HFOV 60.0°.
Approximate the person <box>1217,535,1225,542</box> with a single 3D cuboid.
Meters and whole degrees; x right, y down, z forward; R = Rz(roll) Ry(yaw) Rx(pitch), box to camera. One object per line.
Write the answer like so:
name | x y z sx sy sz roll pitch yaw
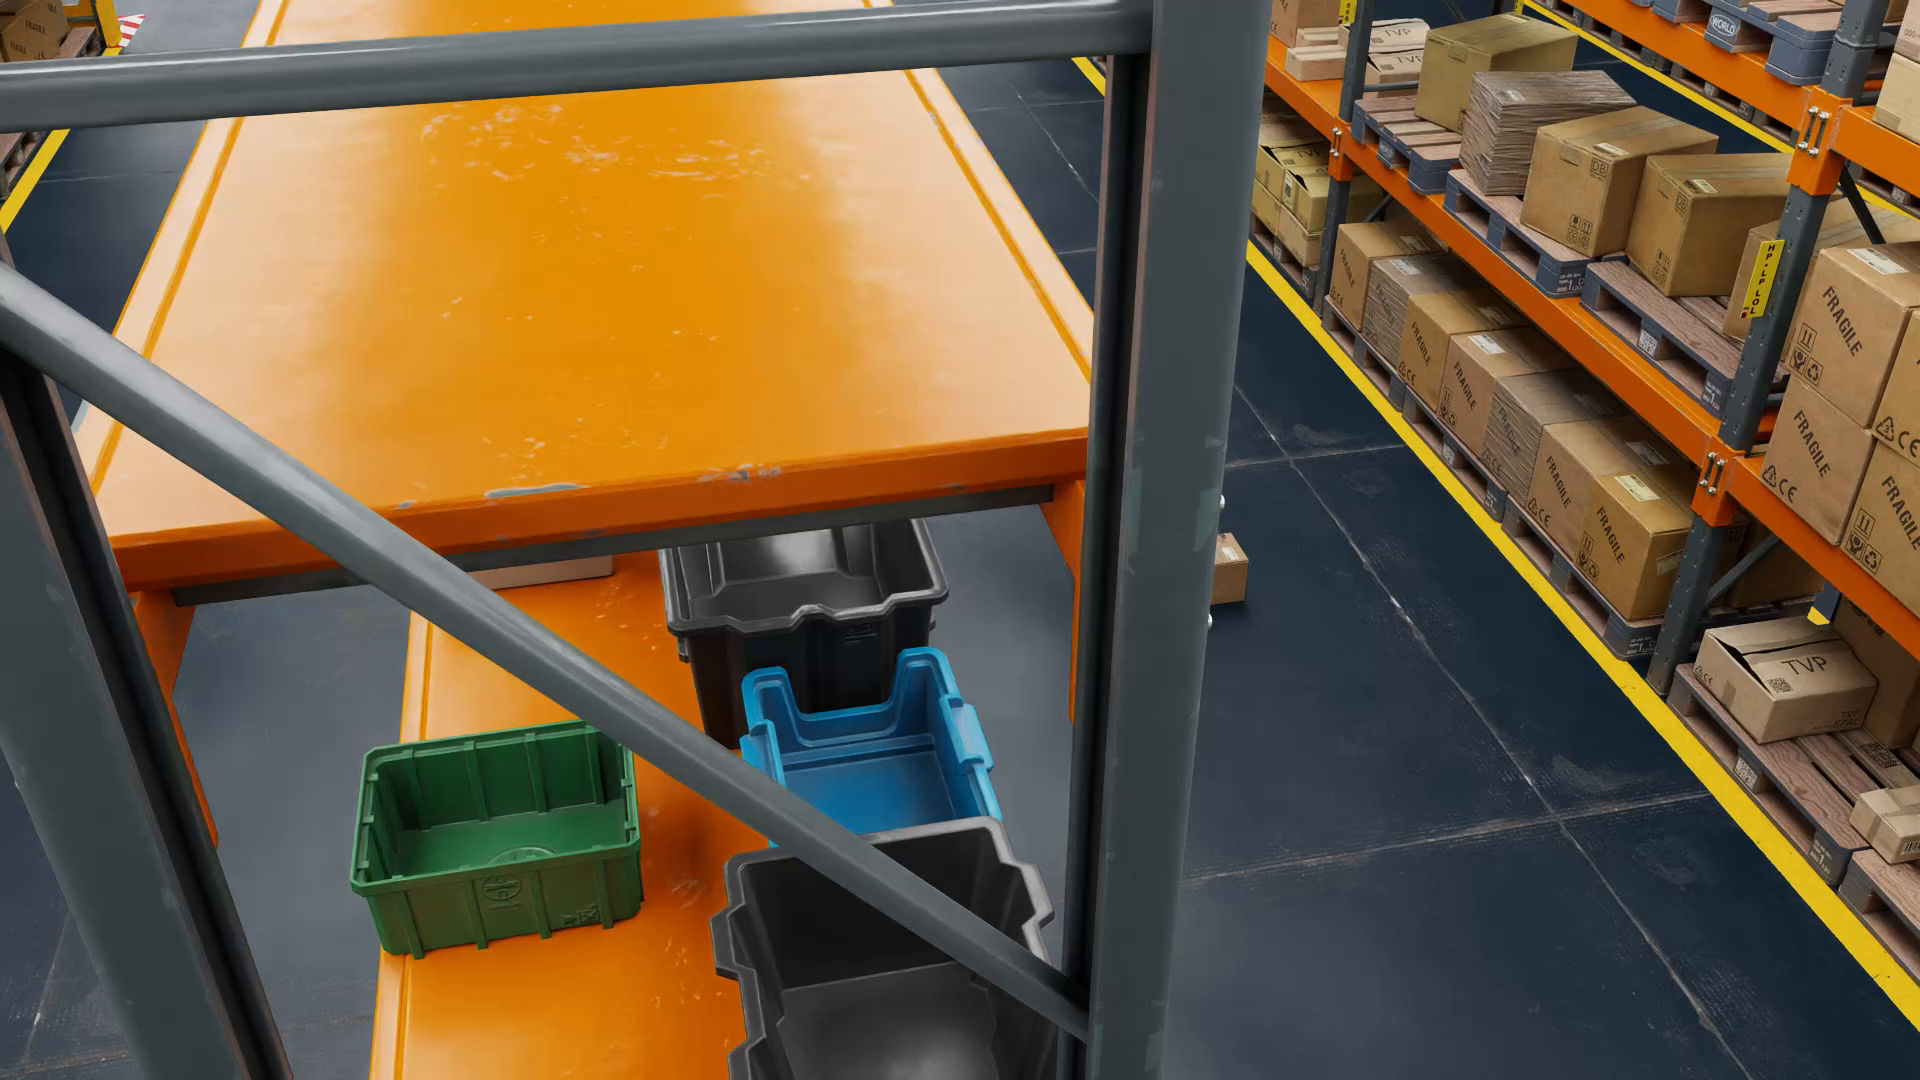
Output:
person | 0.837 -0.221 7.968 0.803 1.241 0.630 -7 35 -11
